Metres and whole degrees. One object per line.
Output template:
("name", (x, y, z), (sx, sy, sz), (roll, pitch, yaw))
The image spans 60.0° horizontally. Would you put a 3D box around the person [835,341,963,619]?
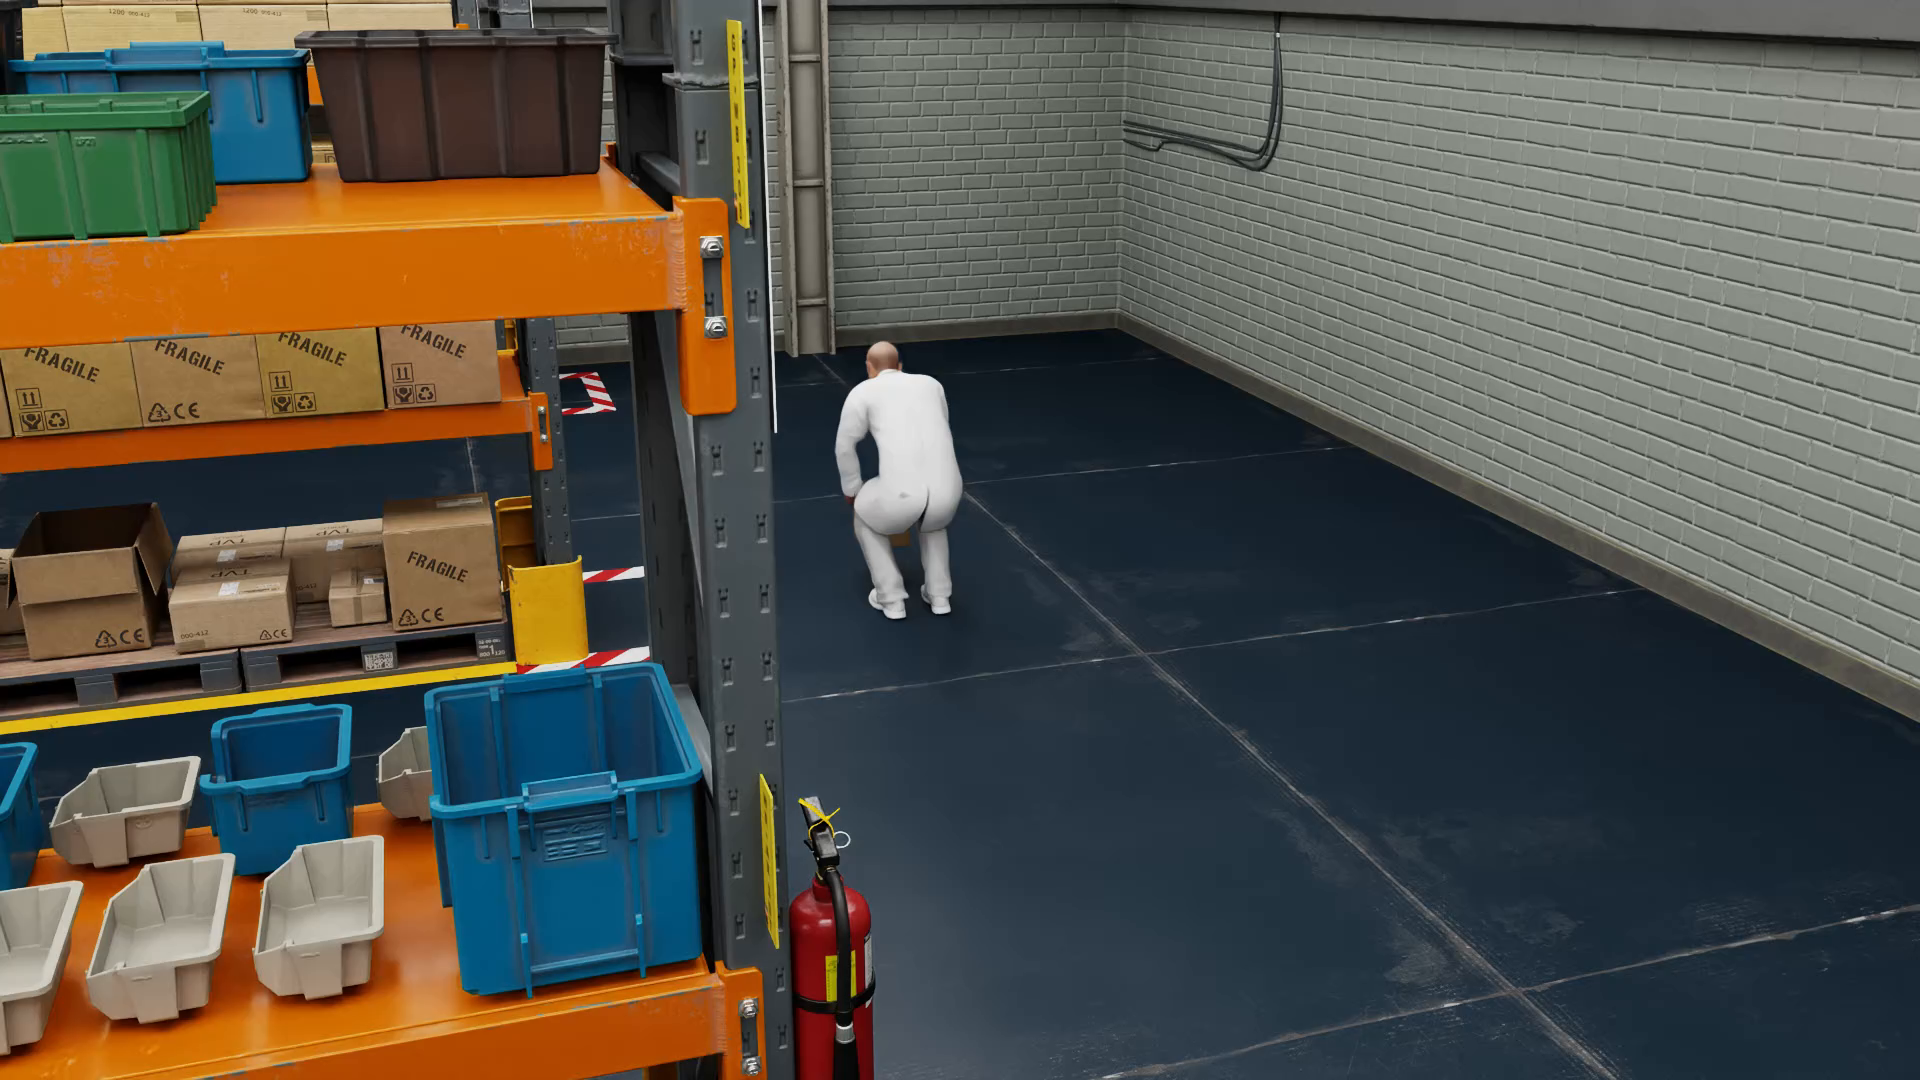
("person", (-0.306, -0.301, 8.607), (0.633, 1.365, 0.749), (-6, 20, -17))
